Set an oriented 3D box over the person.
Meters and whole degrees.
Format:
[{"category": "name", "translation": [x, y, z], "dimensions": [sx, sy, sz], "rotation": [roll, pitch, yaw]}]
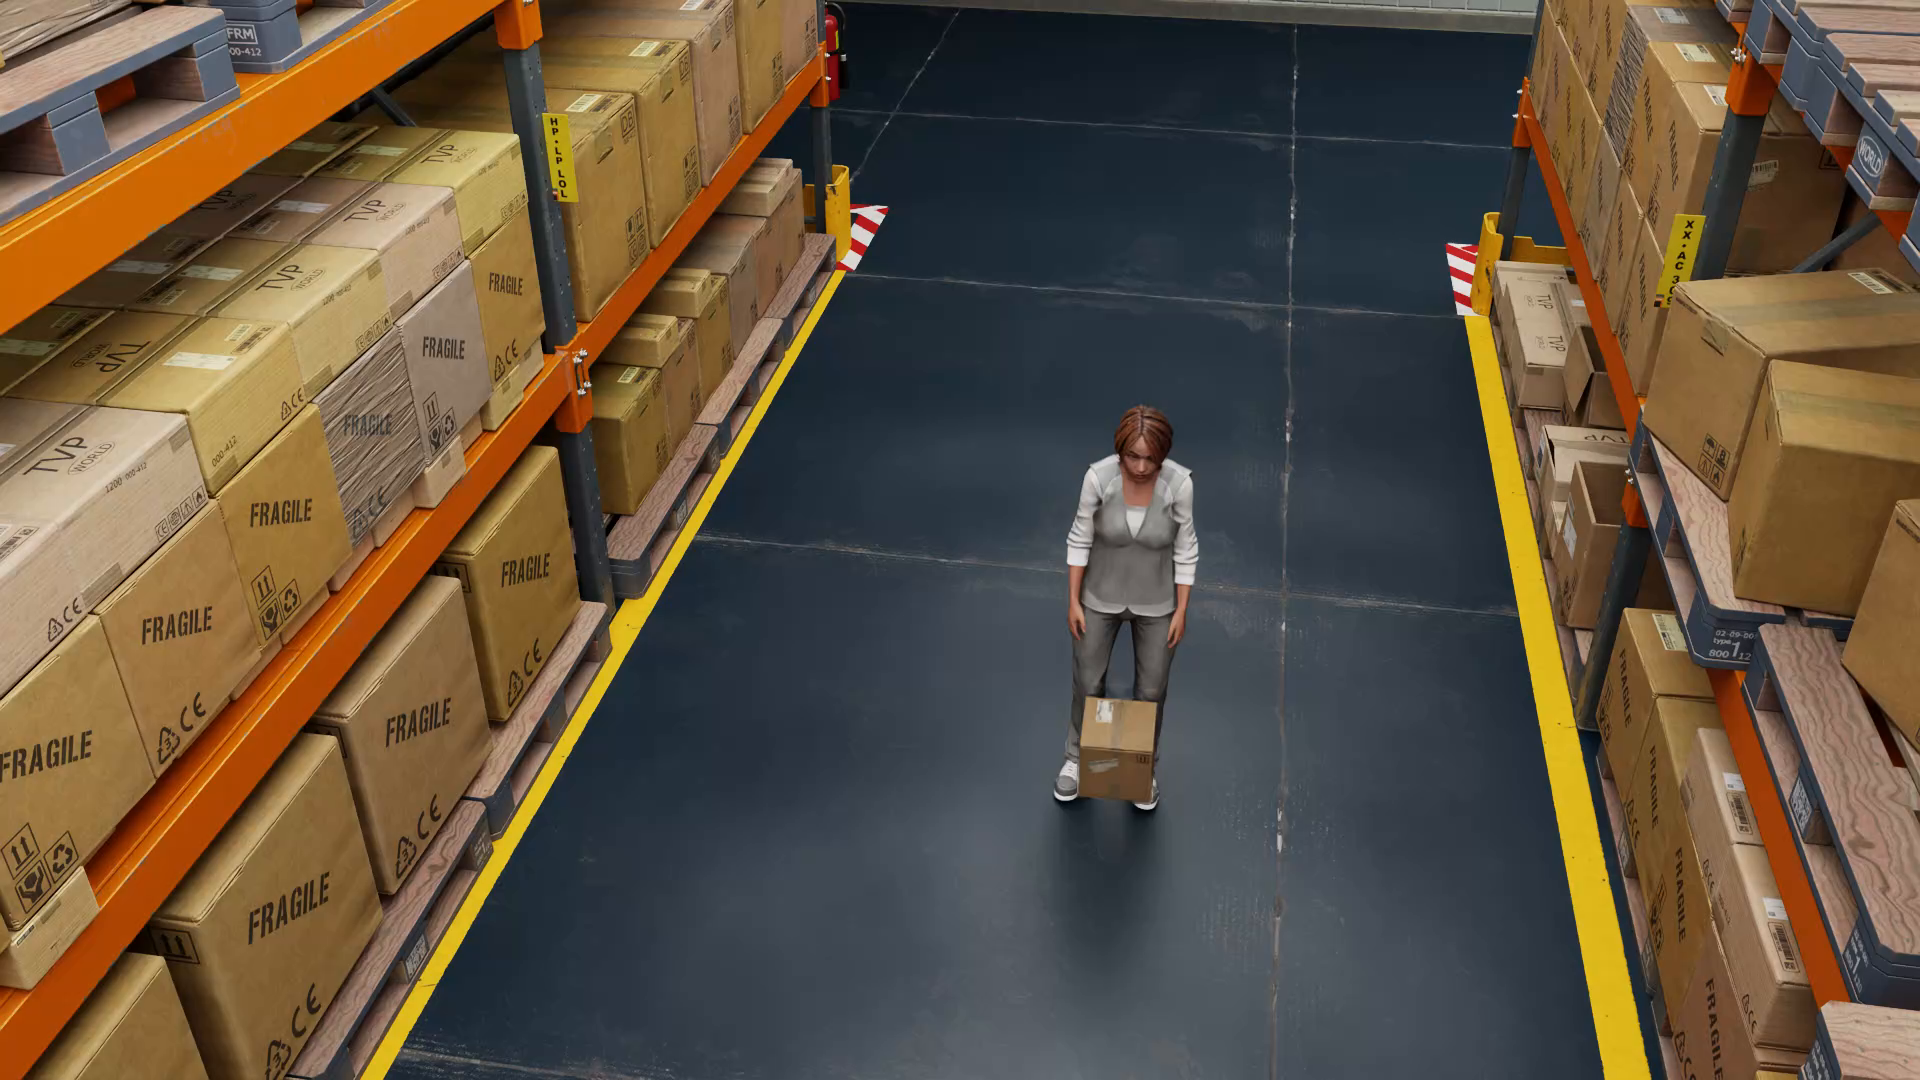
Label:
[{"category": "person", "translation": [0.586, 0.231, 5.788], "dimensions": [0.458, 1.595, 0.344], "rotation": [4, 33, 7]}]
